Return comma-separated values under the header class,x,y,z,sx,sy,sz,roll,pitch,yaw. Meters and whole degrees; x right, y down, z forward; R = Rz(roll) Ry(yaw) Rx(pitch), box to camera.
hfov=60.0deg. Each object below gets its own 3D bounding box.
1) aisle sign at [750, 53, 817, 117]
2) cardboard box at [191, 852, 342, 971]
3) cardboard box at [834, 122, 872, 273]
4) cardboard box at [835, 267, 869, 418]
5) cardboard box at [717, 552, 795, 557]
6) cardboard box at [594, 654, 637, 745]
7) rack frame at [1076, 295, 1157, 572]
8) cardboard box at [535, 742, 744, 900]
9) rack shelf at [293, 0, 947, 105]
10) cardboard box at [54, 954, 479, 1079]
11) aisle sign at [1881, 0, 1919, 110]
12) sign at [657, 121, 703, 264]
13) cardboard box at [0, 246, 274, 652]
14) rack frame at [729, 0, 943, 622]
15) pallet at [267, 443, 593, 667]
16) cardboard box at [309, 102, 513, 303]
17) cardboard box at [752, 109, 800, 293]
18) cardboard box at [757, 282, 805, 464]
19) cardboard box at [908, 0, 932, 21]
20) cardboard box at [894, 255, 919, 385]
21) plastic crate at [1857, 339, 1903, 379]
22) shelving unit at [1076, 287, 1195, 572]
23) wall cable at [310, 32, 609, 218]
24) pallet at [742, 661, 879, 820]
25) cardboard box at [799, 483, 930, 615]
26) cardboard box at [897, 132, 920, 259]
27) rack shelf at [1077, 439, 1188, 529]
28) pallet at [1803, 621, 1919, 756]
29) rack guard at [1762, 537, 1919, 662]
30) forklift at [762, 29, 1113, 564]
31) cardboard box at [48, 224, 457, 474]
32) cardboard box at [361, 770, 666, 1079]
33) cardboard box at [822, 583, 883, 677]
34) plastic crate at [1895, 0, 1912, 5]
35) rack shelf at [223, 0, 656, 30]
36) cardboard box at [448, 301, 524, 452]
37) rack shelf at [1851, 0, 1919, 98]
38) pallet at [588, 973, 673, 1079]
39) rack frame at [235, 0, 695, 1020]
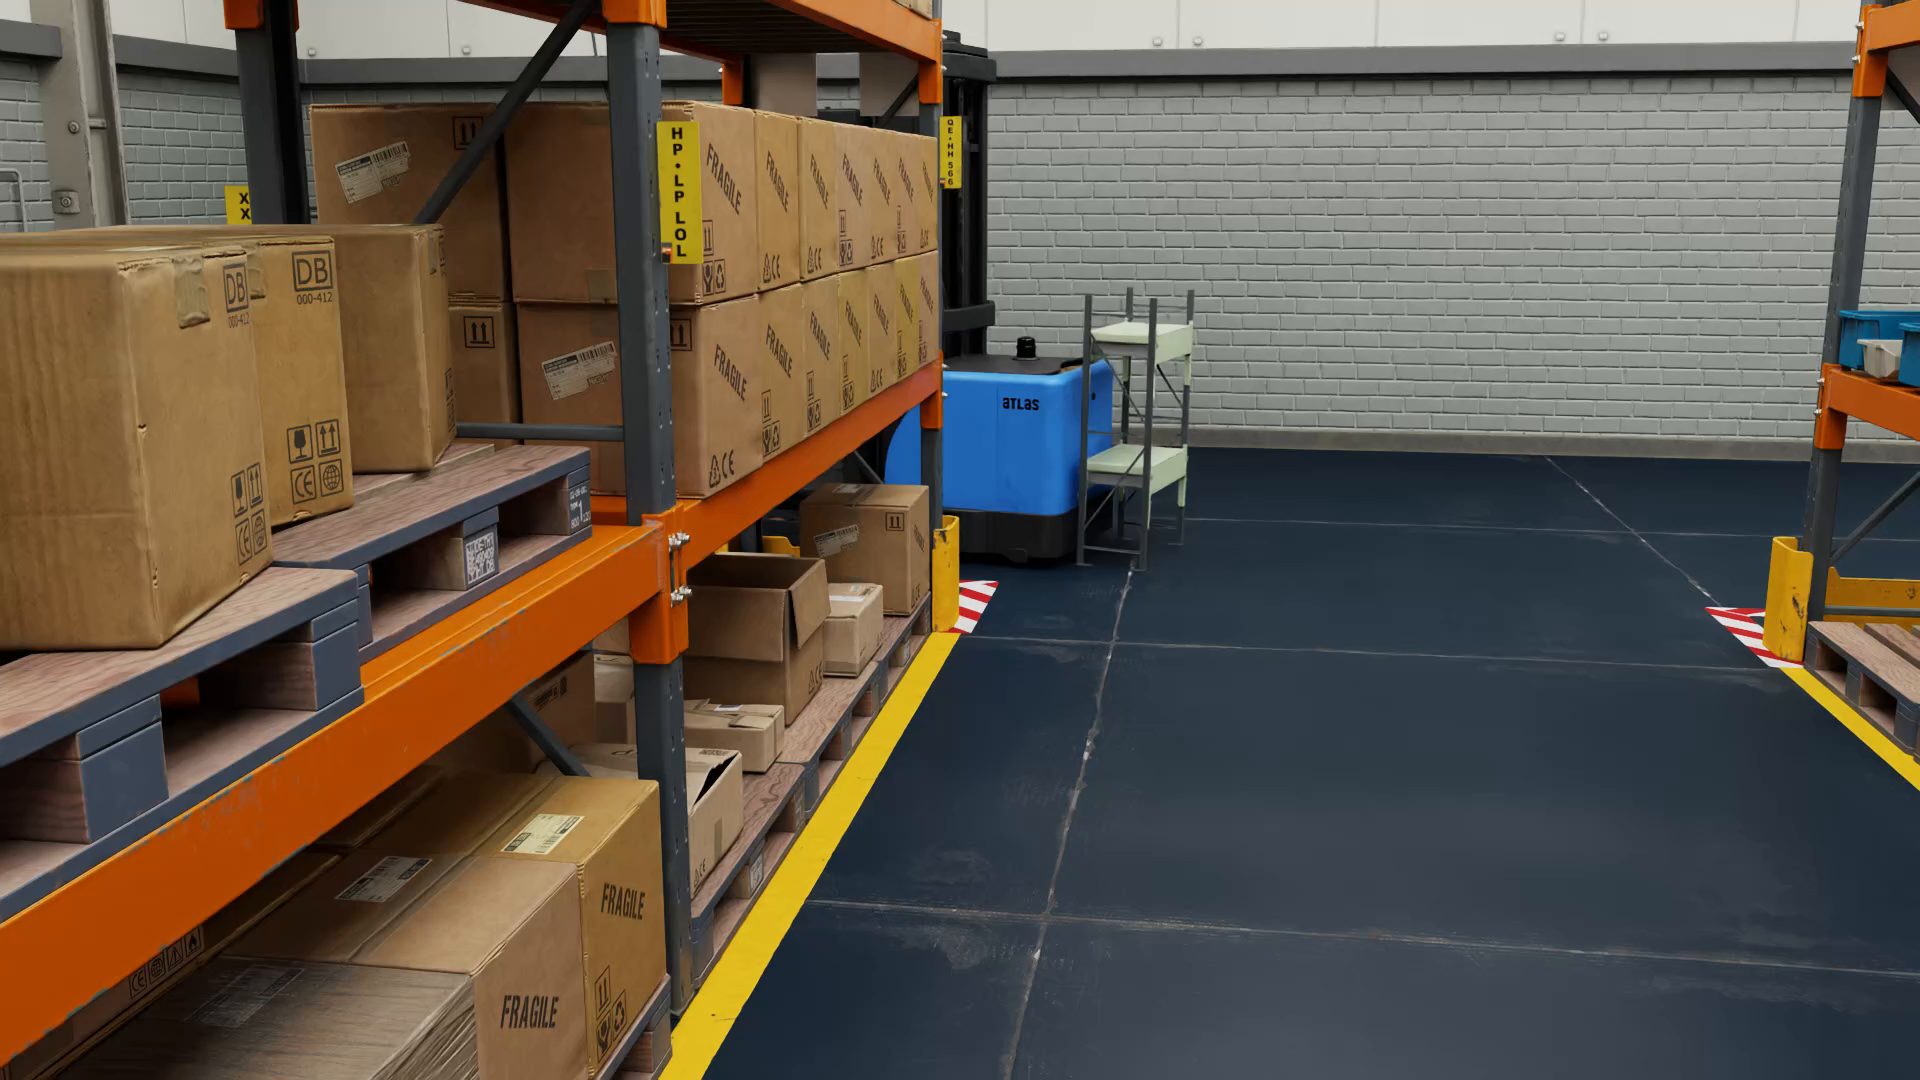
class,x,y,z,sx,sy,sz,roll,pitch,yaw
aisle sign,-0.868,-2.390,7.792,0.394,0.787,0.004,2,12,9
cardboard box,-1.590,0.949,3.361,0.500,0.500,0.500,2,12,9
cardboard box,-0.616,-1.211,5.883,0.500,0.500,0.500,2,12,10
cardboard box,-0.624,-0.725,6.002,0.500,0.500,0.500,2,12,8
cardboard box,-0.992,0.159,7.857,0.380,0.149,0.250,2,12,9
cardboard box,-1.281,0.553,5.646,0.500,0.311,0.500,2,12,9
rack frame,0.852,-0.576,9.086,0.400,1.500,0.023,6,14,23
cardboard box,-0.925,0.756,4.702,0.500,0.311,0.500,2,12,9
rack shelf,-0.896,-1.794,5.783,1.077,0.370,4.000,2,12,9
cardboard box,-1.158,1.063,2.828,0.500,0.500,0.500,2,12,9
aisle sign,4.023,-2.229,7.047,0.394,0.787,0.004,2,12,9
sign,-0.654,-0.811,3.890,0.100,0.325,0.005,2,12,9
cardboard box,-1.414,-0.147,2.321,0.700,0.500,0.500,-1,12,-6
rack frame,-0.588,-1.095,7.955,1.000,3.000,0.127,2,12,9
pallet,-1.434,-0.006,3.356,1.003,0.211,1.213,2,12,9
cardboard box,-1.381,-0.914,4.503,0.500,0.500,0.500,2,12,9
cardboard box,-0.774,-0.997,4.887,0.500,0.500,0.500,1,12,7
cardboard box,-0.780,-0.515,5.028,0.500,0.500,0.500,2,12,10
cardboard box,-0.407,-2.373,7.119,0.500,0.250,0.500,2,12,9
cardboard box,-0.465,-0.934,6.970,0.500,0.500,0.500,2,12,9
plastic crate,3.811,-0.730,6.742,0.250,0.136,0.298,2,12,9
shelving unit,0.997,-0.647,9.415,0.431,1.500,0.755,6,14,23
wall cable,-4.261,-3.835,13.801,3.097,2.526,0.112,2,12,9
pallet,-0.912,0.703,6.231,1.003,0.211,1.213,2,12,9
cardboard box,-0.428,0.033,7.610,0.500,0.500,0.500,2,12,9
cardboard box,-0.462,-1.426,6.880,0.500,0.500,0.500,2,12,10
rack shelf,0.992,-0.328,9.485,0.431,0.370,0.720,6,14,23
pallet,4.140,0.600,6.710,1.003,0.211,1.213,2,12,9
rack guard,4.296,0.283,7.496,1.175,0.500,0.348,2,12,9
forklift,-0.646,-1.482,9.912,3.031,2.935,1.130,5,13,23
cardboard box,-1.497,-0.425,3.613,0.700,0.500,0.500,-2,12,-10
cardboard box,-0.996,0.856,3.789,0.500,0.500,0.500,2,12,8
cardboard box,-0.604,0.352,6.723,0.500,0.250,0.500,2,12,9
plastic crate,3.971,-2.265,6.575,0.497,0.269,0.590,2,12,9
rack shelf,-1.511,-0.961,1.920,1.077,0.370,4.000,2,12,9
cardboard box,-1.380,-0.424,4.603,0.500,0.500,0.500,2,12,10
rack shelf,3.998,-1.632,5.035,1.077,0.370,4.000,2,12,9
pallet,-1.291,1.271,3.594,1.003,0.211,1.213,2,12,9
rack frame,-1.203,-0.263,4.092,1.000,3.000,0.127,2,12,9
